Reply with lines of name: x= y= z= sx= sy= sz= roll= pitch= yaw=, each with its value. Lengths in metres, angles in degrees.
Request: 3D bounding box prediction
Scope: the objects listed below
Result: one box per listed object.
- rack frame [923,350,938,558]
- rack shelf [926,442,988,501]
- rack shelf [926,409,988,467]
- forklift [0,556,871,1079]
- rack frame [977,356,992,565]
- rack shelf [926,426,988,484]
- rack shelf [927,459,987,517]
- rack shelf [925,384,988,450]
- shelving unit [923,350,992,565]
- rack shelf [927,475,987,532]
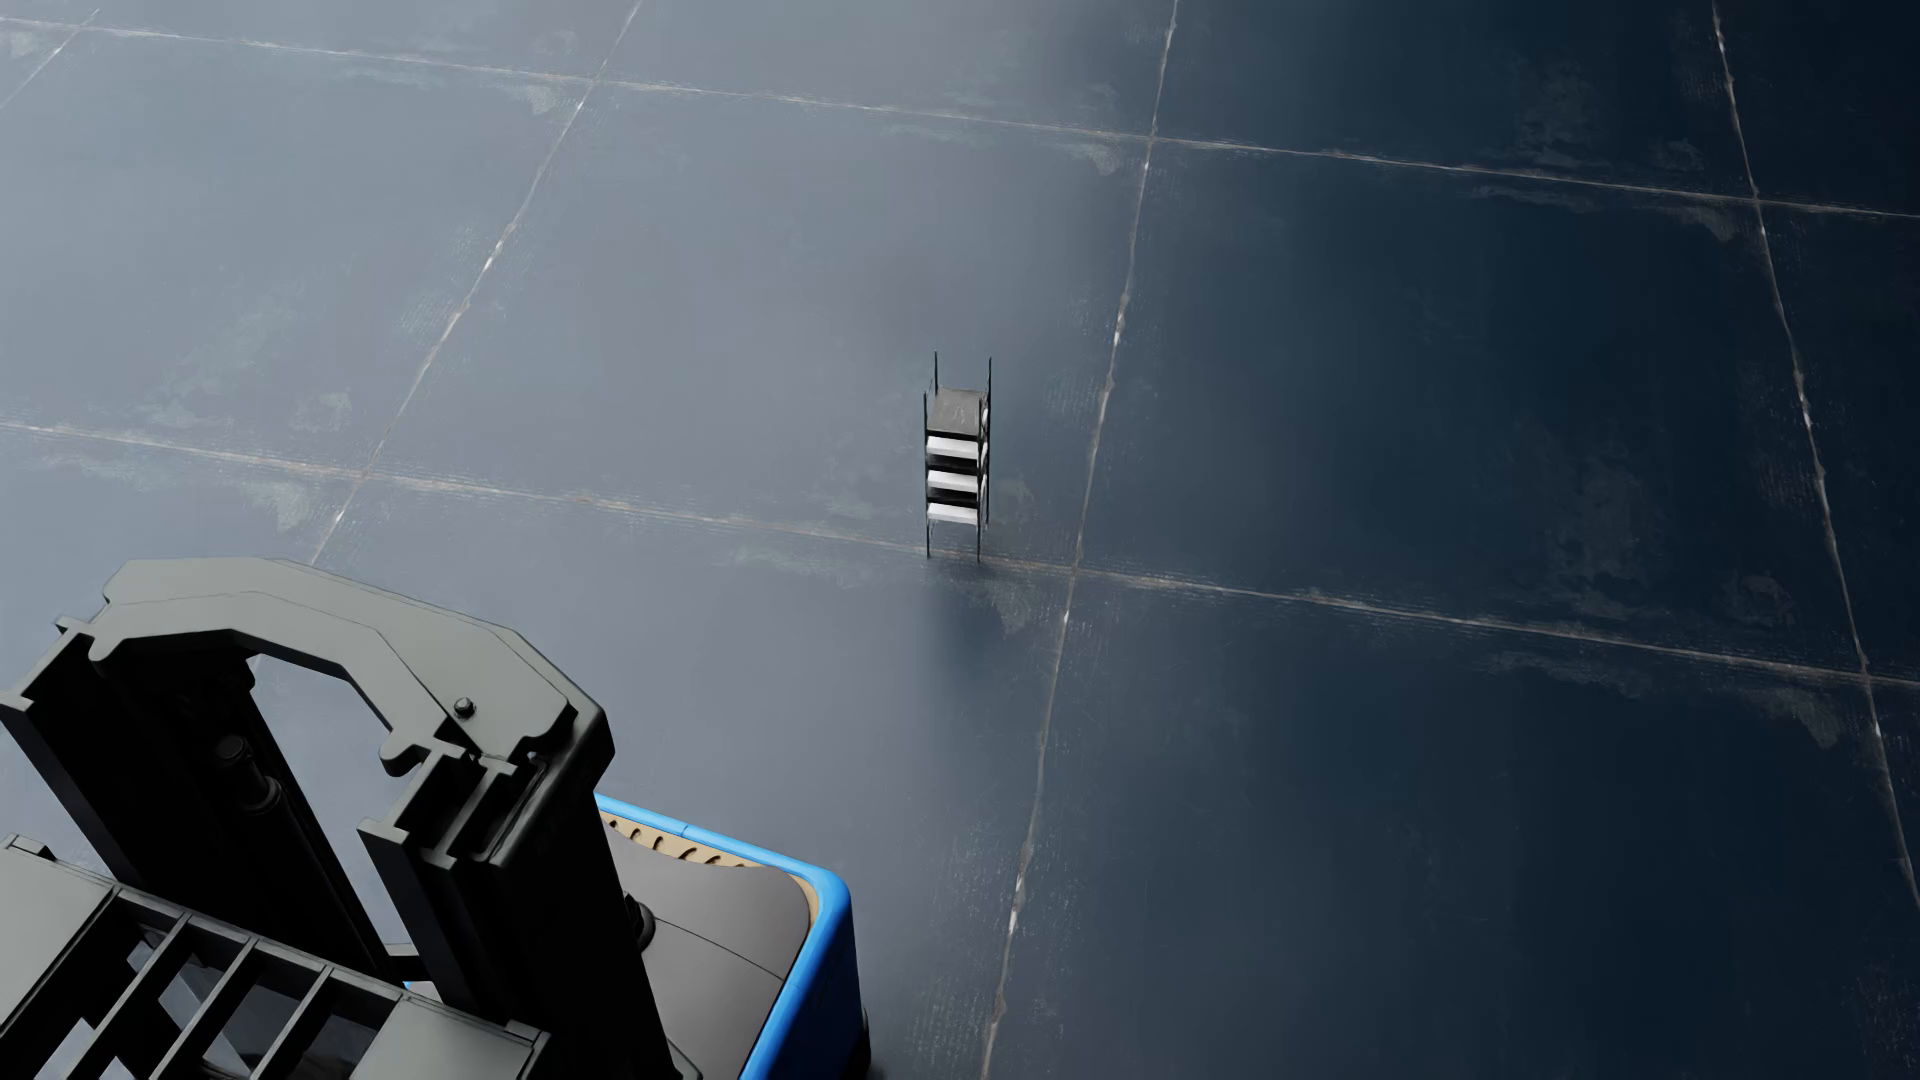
rack frame: x=-0.108 y=-0.315 z=6.400 sx=0.006 sy=0.900 sz=0.240 roll=8 pitch=49 yaw=7
rack shelf: x=-0.008 y=-0.280 z=6.413 sx=0.200 sy=0.077 sz=0.258 roll=8 pitch=49 yaw=7
rack shelf: x=-0.008 y=-0.400 z=6.279 sx=0.200 sy=0.077 sz=0.258 roll=8 pitch=49 yaw=7
forklift: x=-1.267 y=1.551 z=3.358 sx=1.130 sy=2.935 sz=3.031 roll=15 pitch=50 yaw=13
rack frame: x=0.092 y=-0.288 z=6.376 sx=0.006 sy=0.900 sz=0.240 roll=8 pitch=49 yaw=7
rack shelf: x=-0.008 y=-0.340 z=6.346 sx=0.200 sy=0.077 sz=0.258 roll=8 pitch=49 yaw=7
rack shelf: x=-0.008 y=-0.219 z=6.480 sx=0.200 sy=0.077 sz=0.258 roll=8 pitch=49 yaw=7
rack shelf: x=-0.008 y=-0.460 z=6.212 sx=0.200 sy=0.077 sz=0.258 roll=8 pitch=49 yaw=7
shelving unit: x=-0.008 y=-0.302 z=6.388 sx=0.210 sy=0.900 sz=0.258 roll=8 pitch=49 yaw=7
rack shelf: x=-0.008 y=-0.159 z=6.547 sx=0.200 sy=0.077 sz=0.258 roll=8 pitch=49 yaw=7
